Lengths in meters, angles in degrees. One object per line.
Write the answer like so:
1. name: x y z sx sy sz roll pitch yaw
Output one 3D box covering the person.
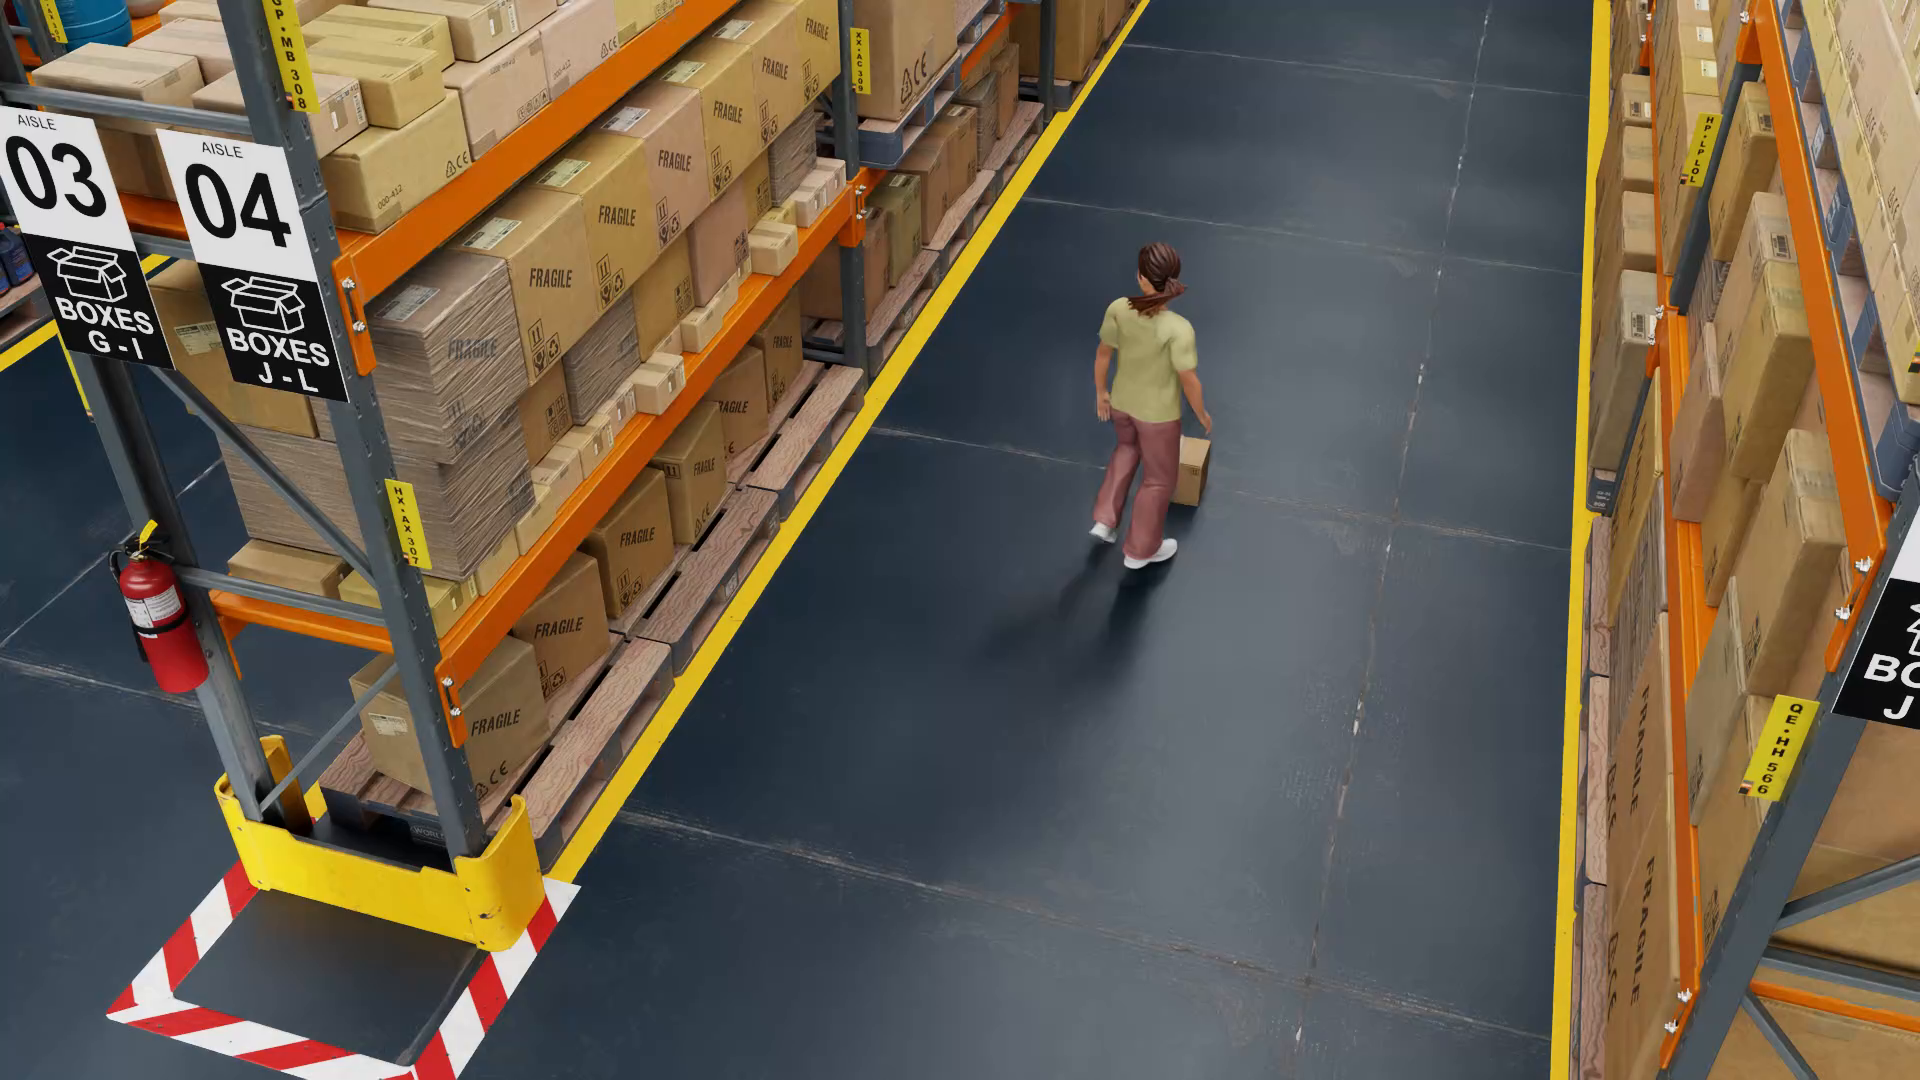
1. person: 0.873 -0.593 7.641 0.510 1.686 0.402 31 47 34
